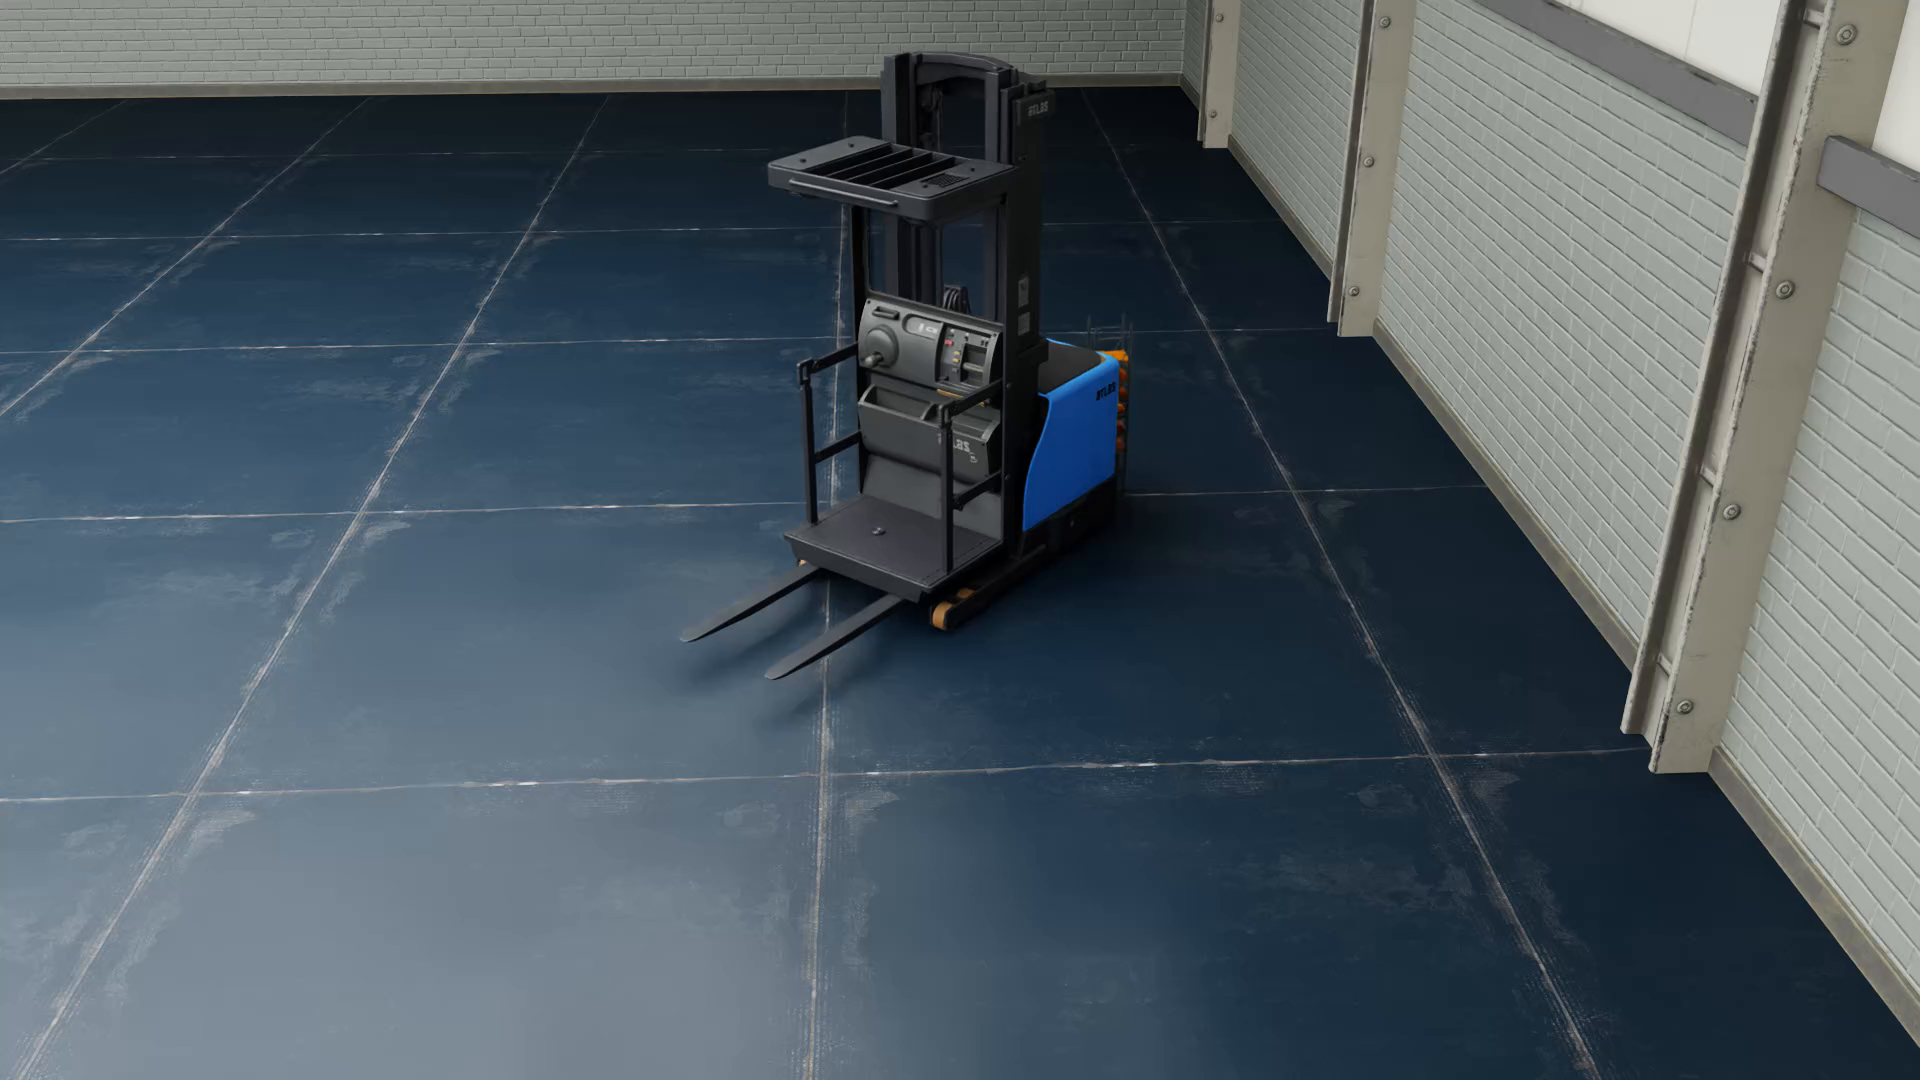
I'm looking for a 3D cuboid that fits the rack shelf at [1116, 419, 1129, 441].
[{"bbox_3d":[0.928,-0.681,10.613,0.258,0.103,0.180,-4,28,-8],"label":"rack shelf"}]

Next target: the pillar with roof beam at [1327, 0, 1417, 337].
[{"bbox_3d":[-1.104,-5.619,11.292,9.100,9.000,0.400,-1,28,-3],"label":"pillar with roof beam"}]

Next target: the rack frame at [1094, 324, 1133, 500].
[{"bbox_3d":[0.943,-0.785,10.457,0.240,1.200,0.006,-4,28,-8],"label":"rack frame"}]

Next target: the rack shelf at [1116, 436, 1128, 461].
[{"bbox_3d":[0.928,-0.575,10.669,0.258,0.103,0.180,-4,28,-8],"label":"rack shelf"}]

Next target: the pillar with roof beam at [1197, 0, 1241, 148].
[{"bbox_3d":[-1.418,-8.389,16.604,9.100,9.000,0.400,-1,28,-3],"label":"pillar with roof beam"}]

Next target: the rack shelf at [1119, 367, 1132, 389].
[{"bbox_3d":[0.928,-1.000,10.447,0.258,0.103,0.180,-4,28,-8],"label":"rack shelf"}]

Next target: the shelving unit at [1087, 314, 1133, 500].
[{"bbox_3d":[0.928,-0.827,10.537,0.258,1.200,0.189,-4,28,-8],"label":"shelving unit"}]

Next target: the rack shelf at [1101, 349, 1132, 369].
[{"bbox_3d":[0.928,-1.106,10.391,0.258,0.103,0.180,-4,28,-8],"label":"rack shelf"}]

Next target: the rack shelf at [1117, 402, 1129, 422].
[{"bbox_3d":[0.928,-0.787,10.558,0.258,0.103,0.180,-4,28,-8],"label":"rack shelf"}]

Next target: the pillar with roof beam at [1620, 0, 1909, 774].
[{"bbox_3d":[-0.791,-2.848,5.979,9.100,9.000,0.400,-1,28,-3],"label":"pillar with roof beam"}]

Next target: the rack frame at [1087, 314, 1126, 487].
[{"bbox_3d":[0.913,-0.868,10.617,0.240,1.200,0.006,-4,28,-8],"label":"rack frame"}]

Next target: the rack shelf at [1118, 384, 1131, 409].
[{"bbox_3d":[0.928,-0.894,10.502,0.258,0.103,0.180,-4,28,-8],"label":"rack shelf"}]

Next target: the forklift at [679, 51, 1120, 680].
[{"bbox_3d":[-0.305,-1.046,9.087,1.130,2.935,3.031,19,33,32],"label":"forklift"}]
